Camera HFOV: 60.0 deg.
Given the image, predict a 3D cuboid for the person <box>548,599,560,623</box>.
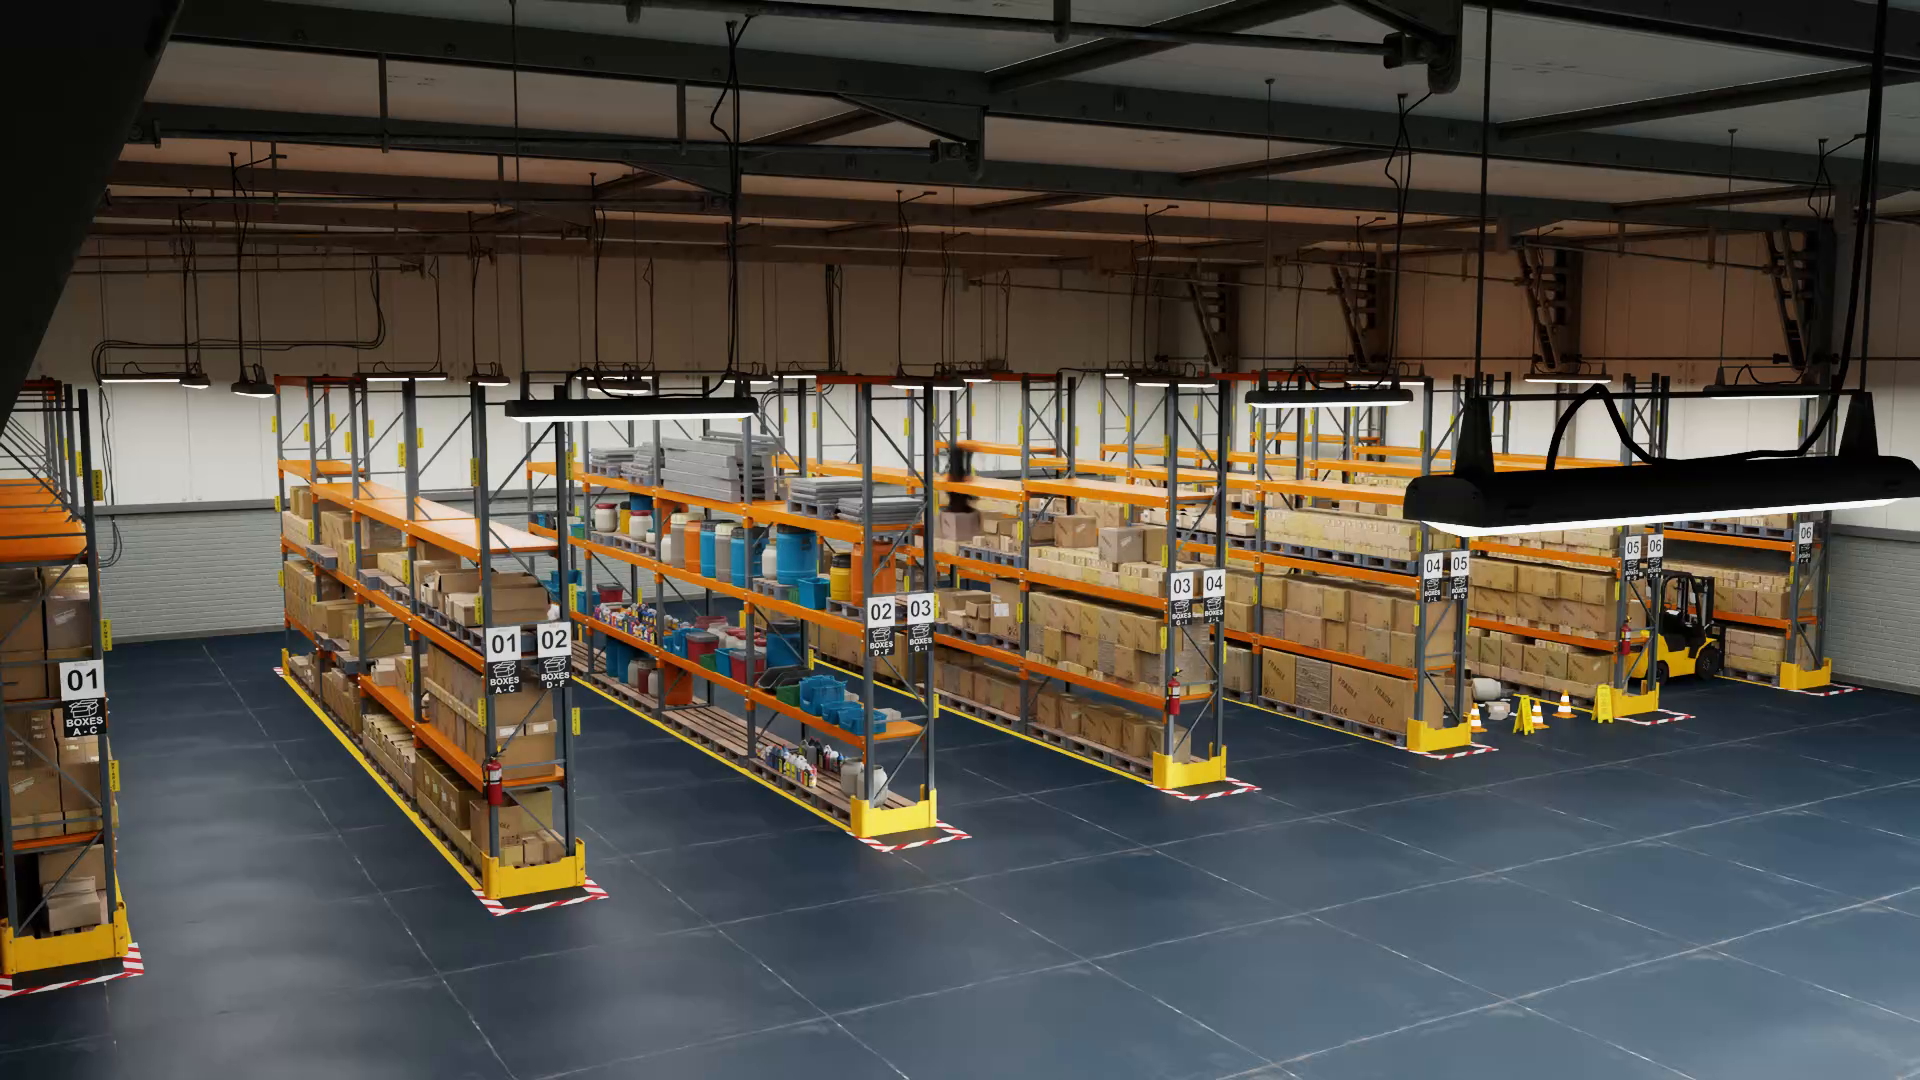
[{"bbox_3d":[-8.264,1.865,33.234,0.698,1.679,0.758,-2,7,-21],"label":"person"}]
